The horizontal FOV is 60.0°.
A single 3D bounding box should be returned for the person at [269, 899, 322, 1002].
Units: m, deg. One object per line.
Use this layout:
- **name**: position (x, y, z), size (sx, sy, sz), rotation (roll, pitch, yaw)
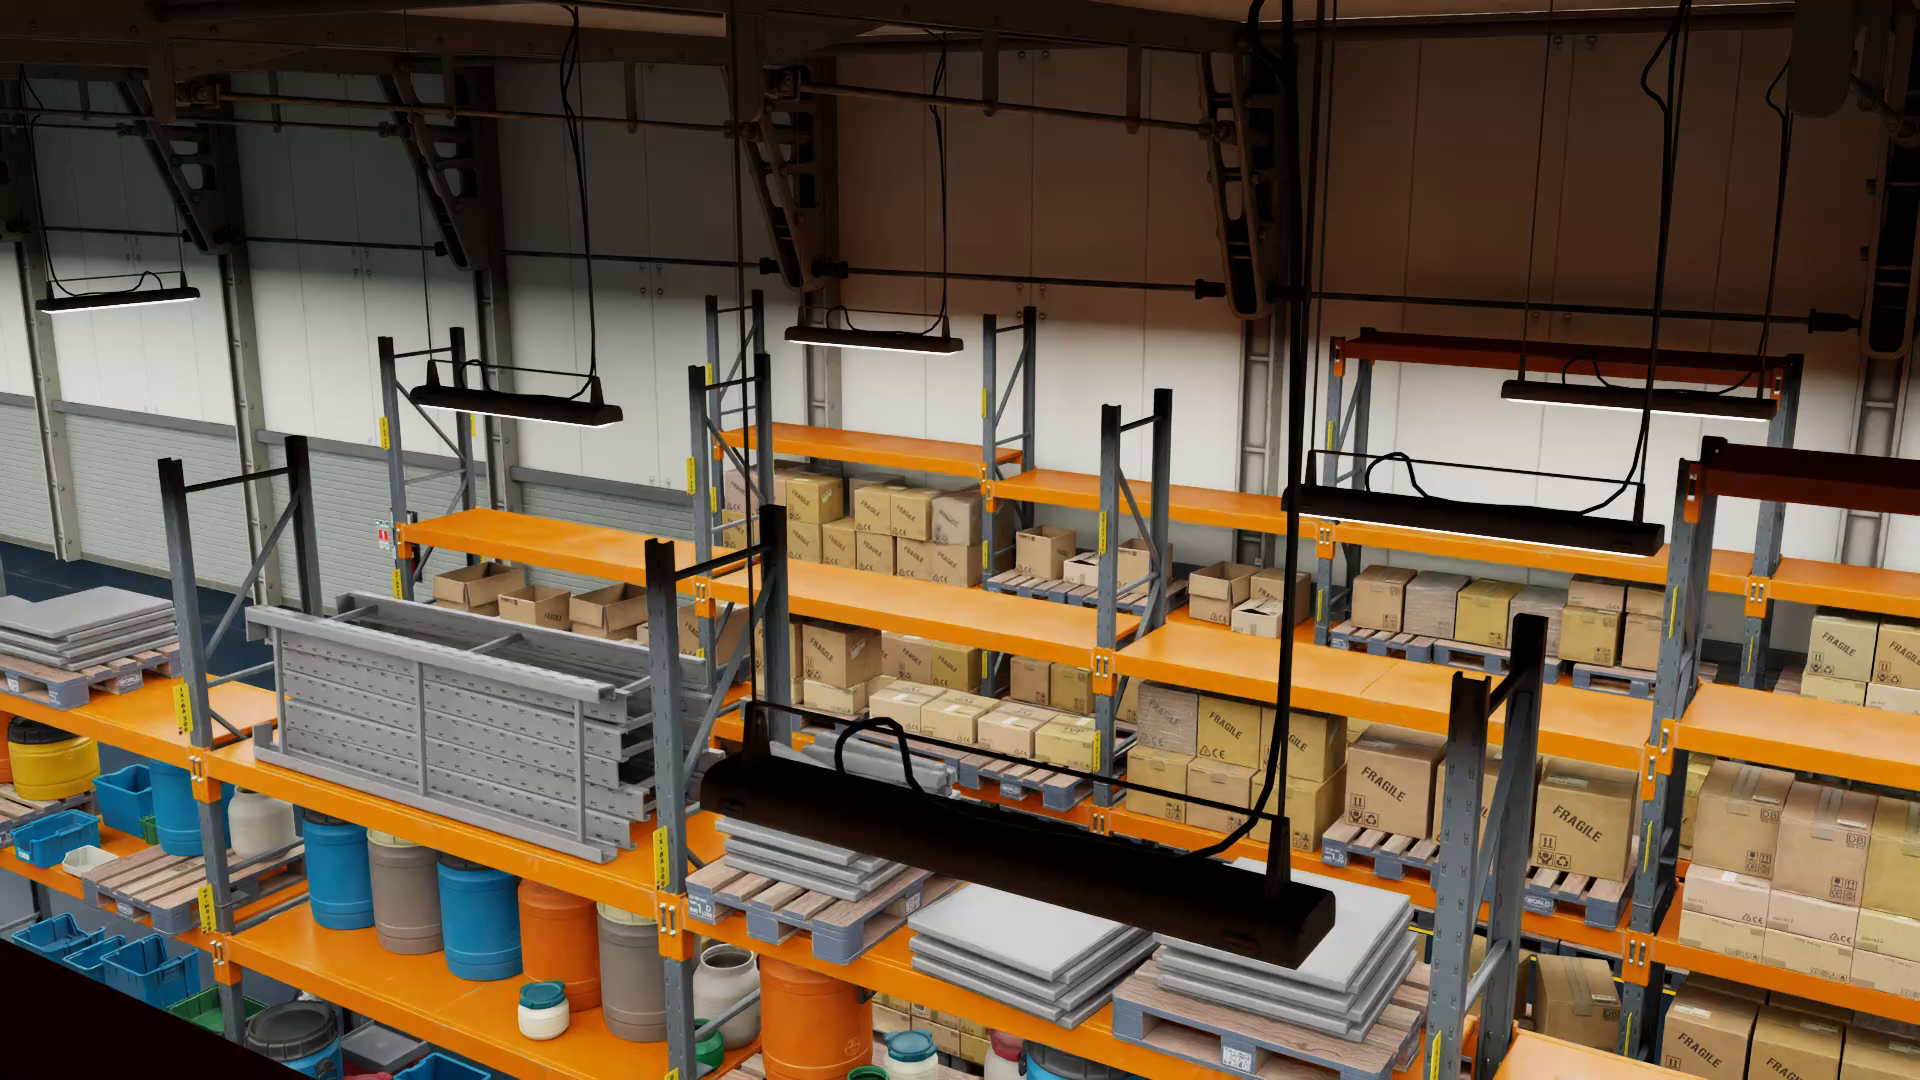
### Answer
- **person**: position (-6.097, 3.587, 15.336), size (0.531, 1.724, 0.525), rotation (8, 16, 29)
